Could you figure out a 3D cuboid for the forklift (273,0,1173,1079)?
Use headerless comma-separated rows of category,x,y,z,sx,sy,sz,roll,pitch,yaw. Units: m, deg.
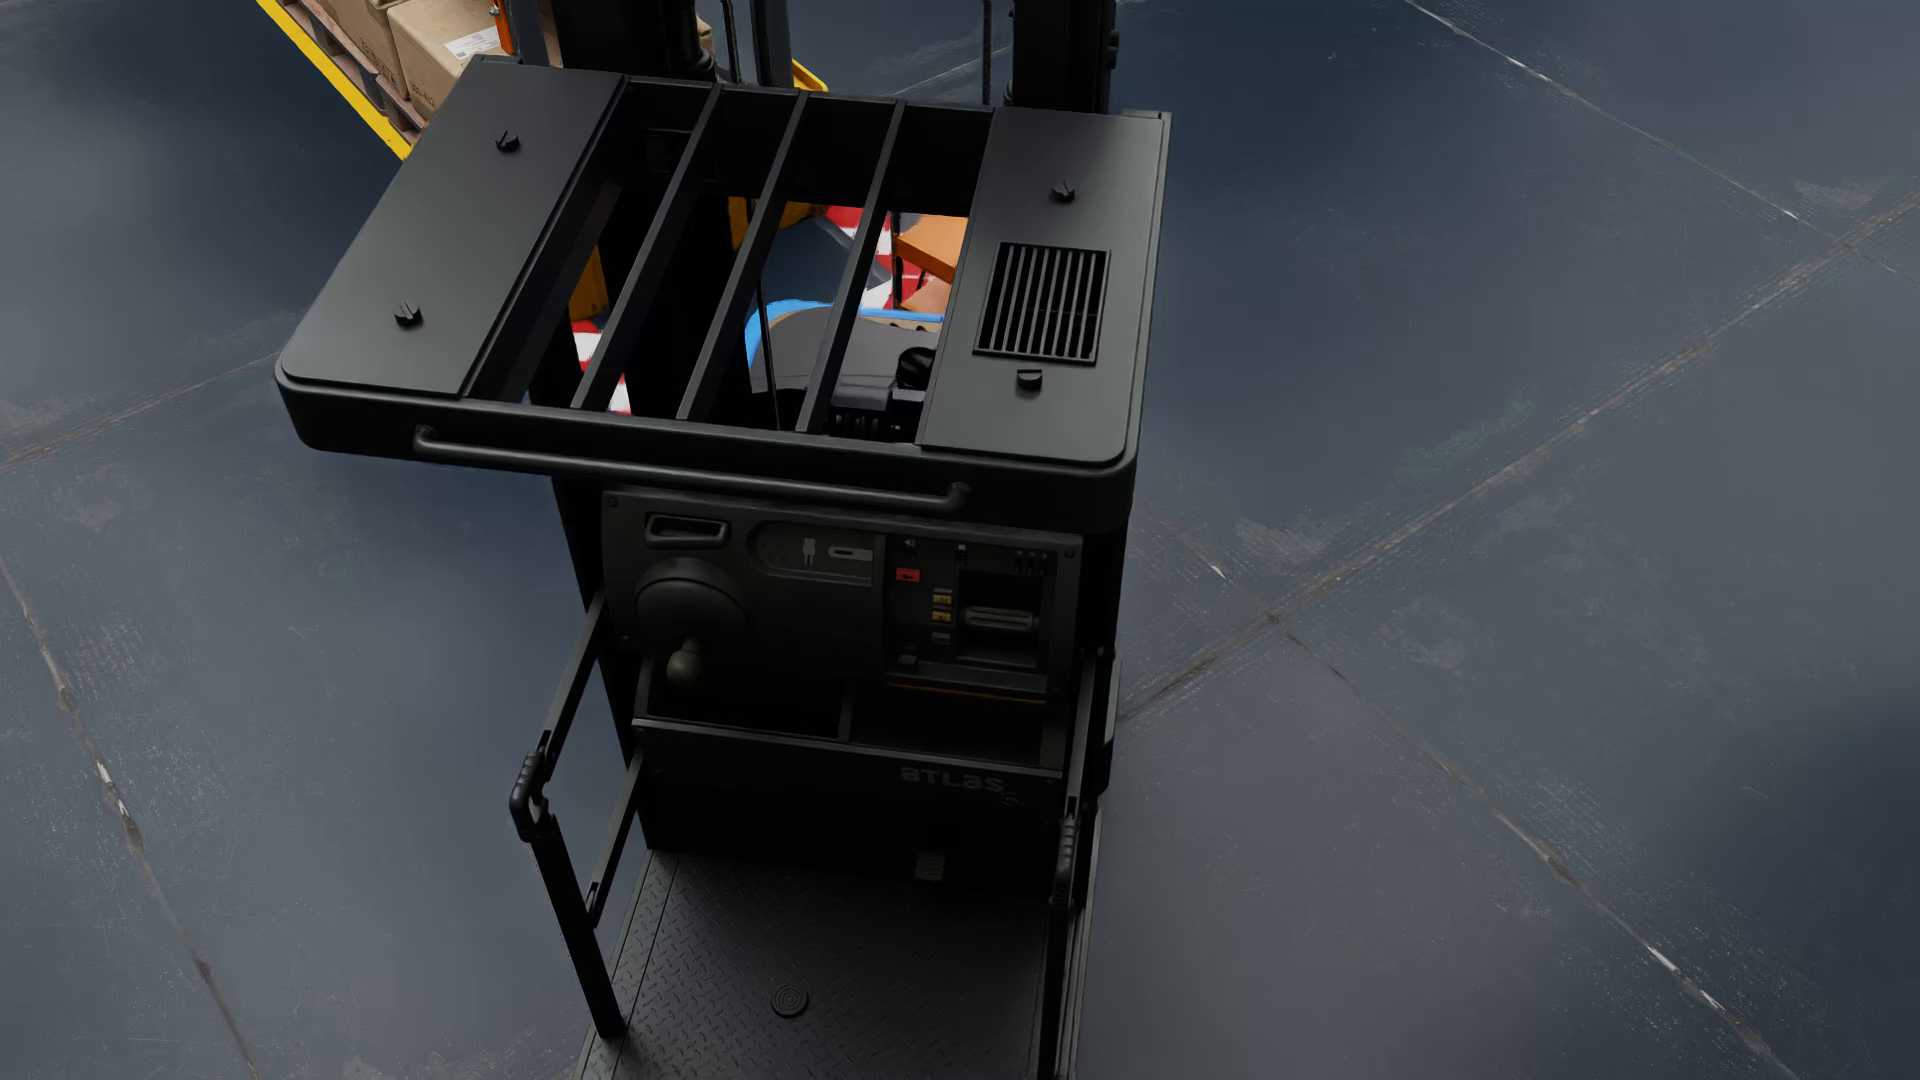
forklift,-0.264,0.220,3.072,1.130,2.935,3.031,6,48,6

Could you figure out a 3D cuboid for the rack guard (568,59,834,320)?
rack guard,-1.025,-1.301,6.092,1.175,0.500,0.348,-29,54,-24

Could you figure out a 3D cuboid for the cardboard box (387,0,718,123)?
cardboard box,-1.519,-1.779,6.284,0.875,0.438,0.875,-31,55,-25

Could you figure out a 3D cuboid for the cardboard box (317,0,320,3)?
cardboard box,-2.625,-2.848,7.253,0.875,0.438,0.875,-31,55,-25

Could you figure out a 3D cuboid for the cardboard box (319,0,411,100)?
cardboard box,-2.080,-2.315,6.770,0.875,0.438,0.875,-28,54,-23

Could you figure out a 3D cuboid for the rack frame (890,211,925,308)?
rack frame,-0.108,-0.606,4.990,0.015,1.200,0.240,32,55,26

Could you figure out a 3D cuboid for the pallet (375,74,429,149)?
pallet,-1.586,-1.654,6.607,1.003,0.211,1.213,-29,54,-24

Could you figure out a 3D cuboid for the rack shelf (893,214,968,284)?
rack shelf,0.079,-0.754,4.593,0.480,0.148,0.258,32,55,26

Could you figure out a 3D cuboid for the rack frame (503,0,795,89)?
rack frame,-1.040,-2.155,5.179,1.000,3.000,0.127,-29,54,-24

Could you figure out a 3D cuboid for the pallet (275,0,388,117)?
pallet,-2.321,-2.373,7.259,1.003,0.211,1.213,-29,54,-24

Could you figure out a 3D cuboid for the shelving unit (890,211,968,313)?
shelving unit,0.079,-0.490,4.884,0.503,1.200,0.258,32,55,26

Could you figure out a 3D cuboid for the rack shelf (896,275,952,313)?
rack shelf,0.079,-0.595,4.769,0.480,0.148,0.258,32,55,26

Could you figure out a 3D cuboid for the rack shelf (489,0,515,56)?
rack shelf,-2.251,-3.092,6.514,1.077,0.370,4.000,-29,54,-24
